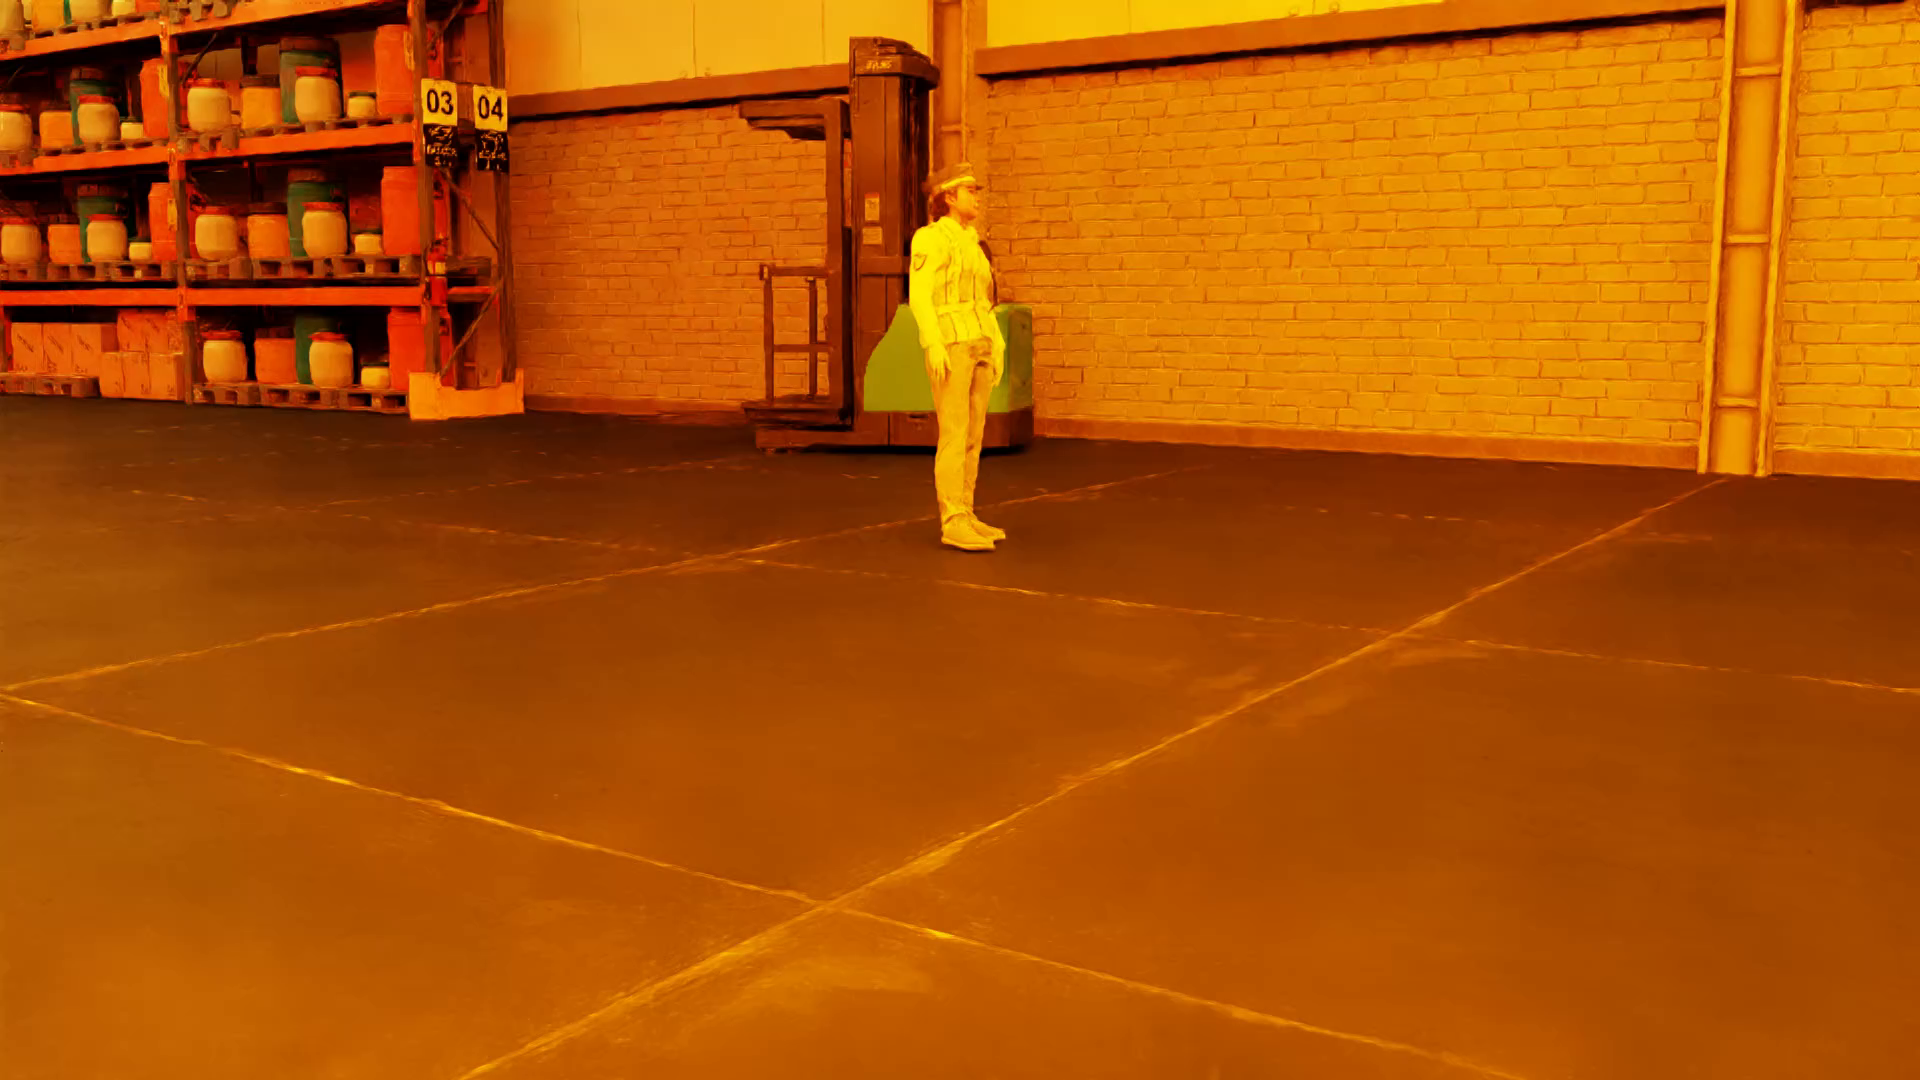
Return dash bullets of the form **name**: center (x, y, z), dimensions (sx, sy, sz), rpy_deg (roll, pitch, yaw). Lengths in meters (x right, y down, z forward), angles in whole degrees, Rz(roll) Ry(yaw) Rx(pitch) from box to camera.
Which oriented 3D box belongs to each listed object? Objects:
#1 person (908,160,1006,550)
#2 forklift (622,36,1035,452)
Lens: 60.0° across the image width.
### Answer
- **person**: center (0.052, -0.840, 7.440), dimensions (0.533, 1.695, 0.586), rpy_deg (5, 10, 34)
- **forklift**: center (-1.010, -2.158, 12.371), dimensions (3.031, 2.935, 1.130), rpy_deg (2, 8, 14)
